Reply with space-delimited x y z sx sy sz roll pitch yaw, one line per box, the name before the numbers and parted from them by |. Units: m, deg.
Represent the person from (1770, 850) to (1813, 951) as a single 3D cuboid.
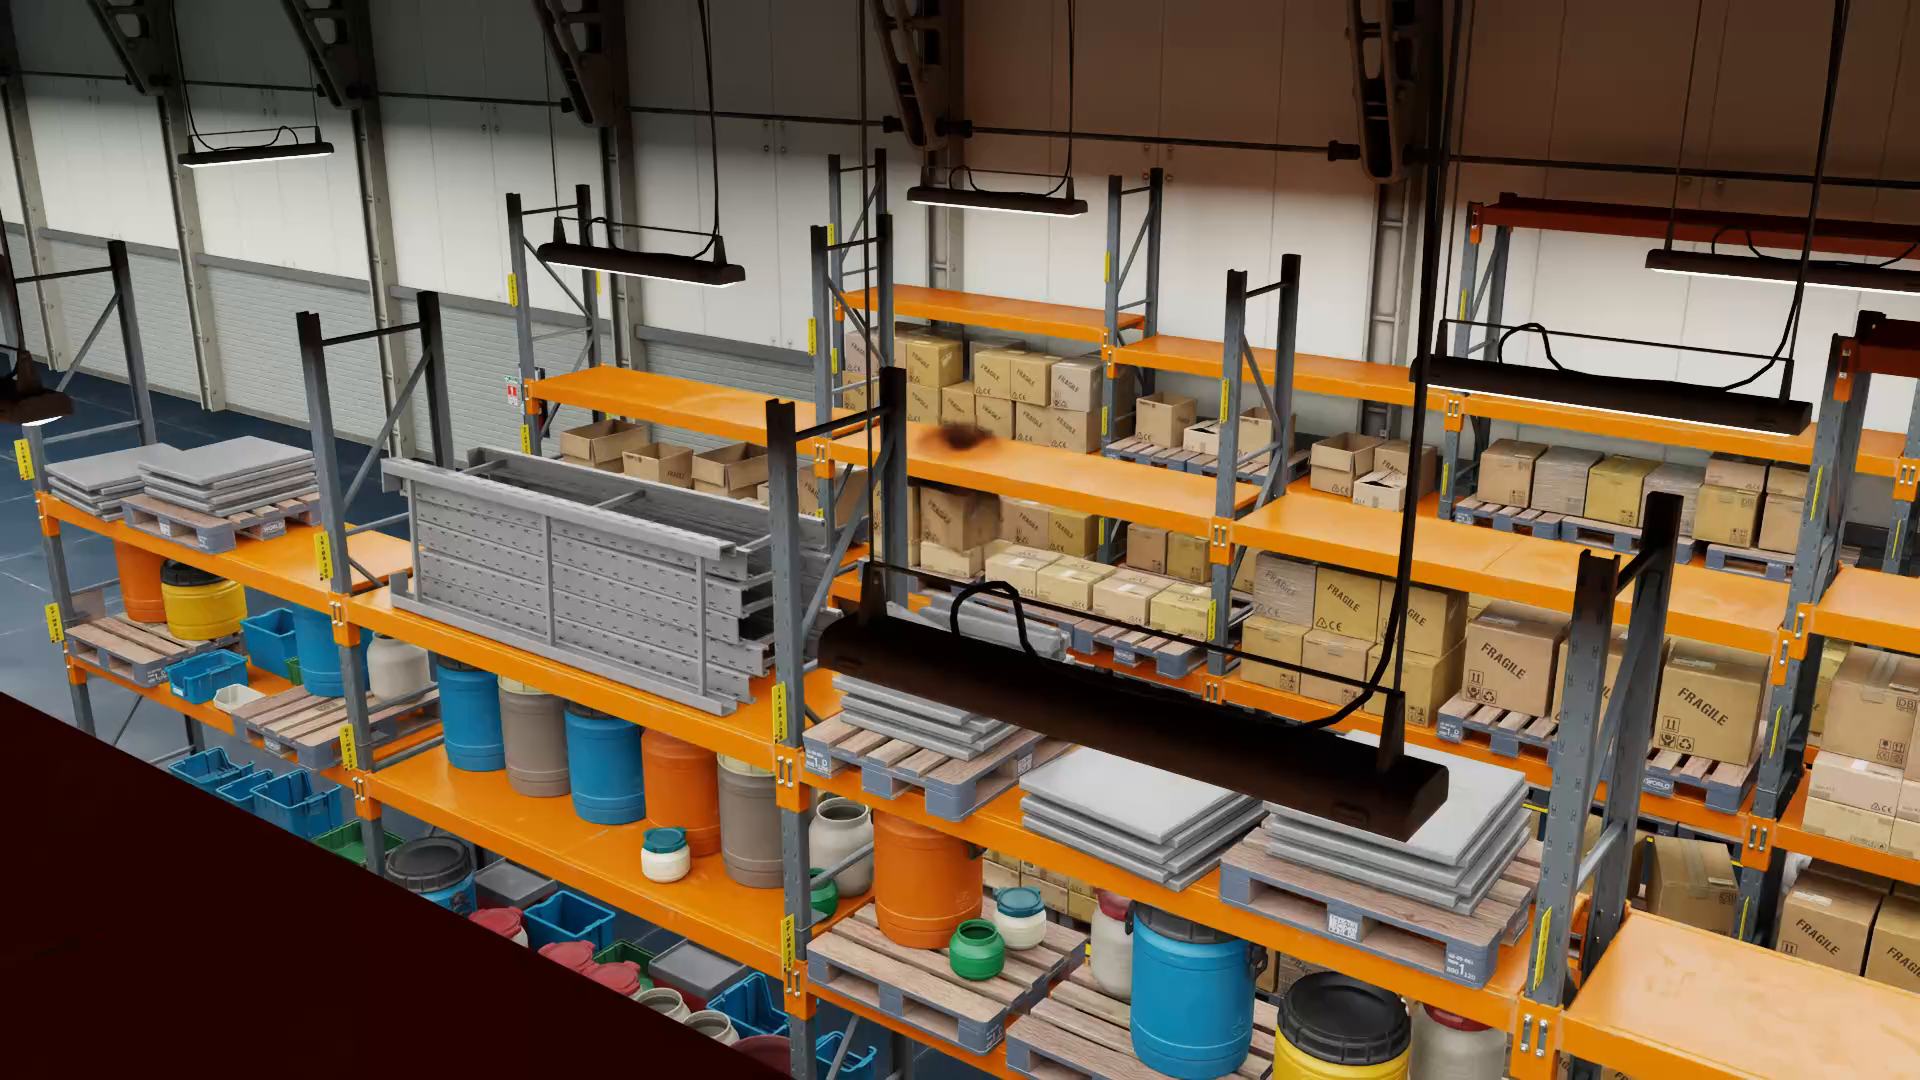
person | 6.466 3.003 13.320 0.508 1.809 0.570 -15 24 -38
